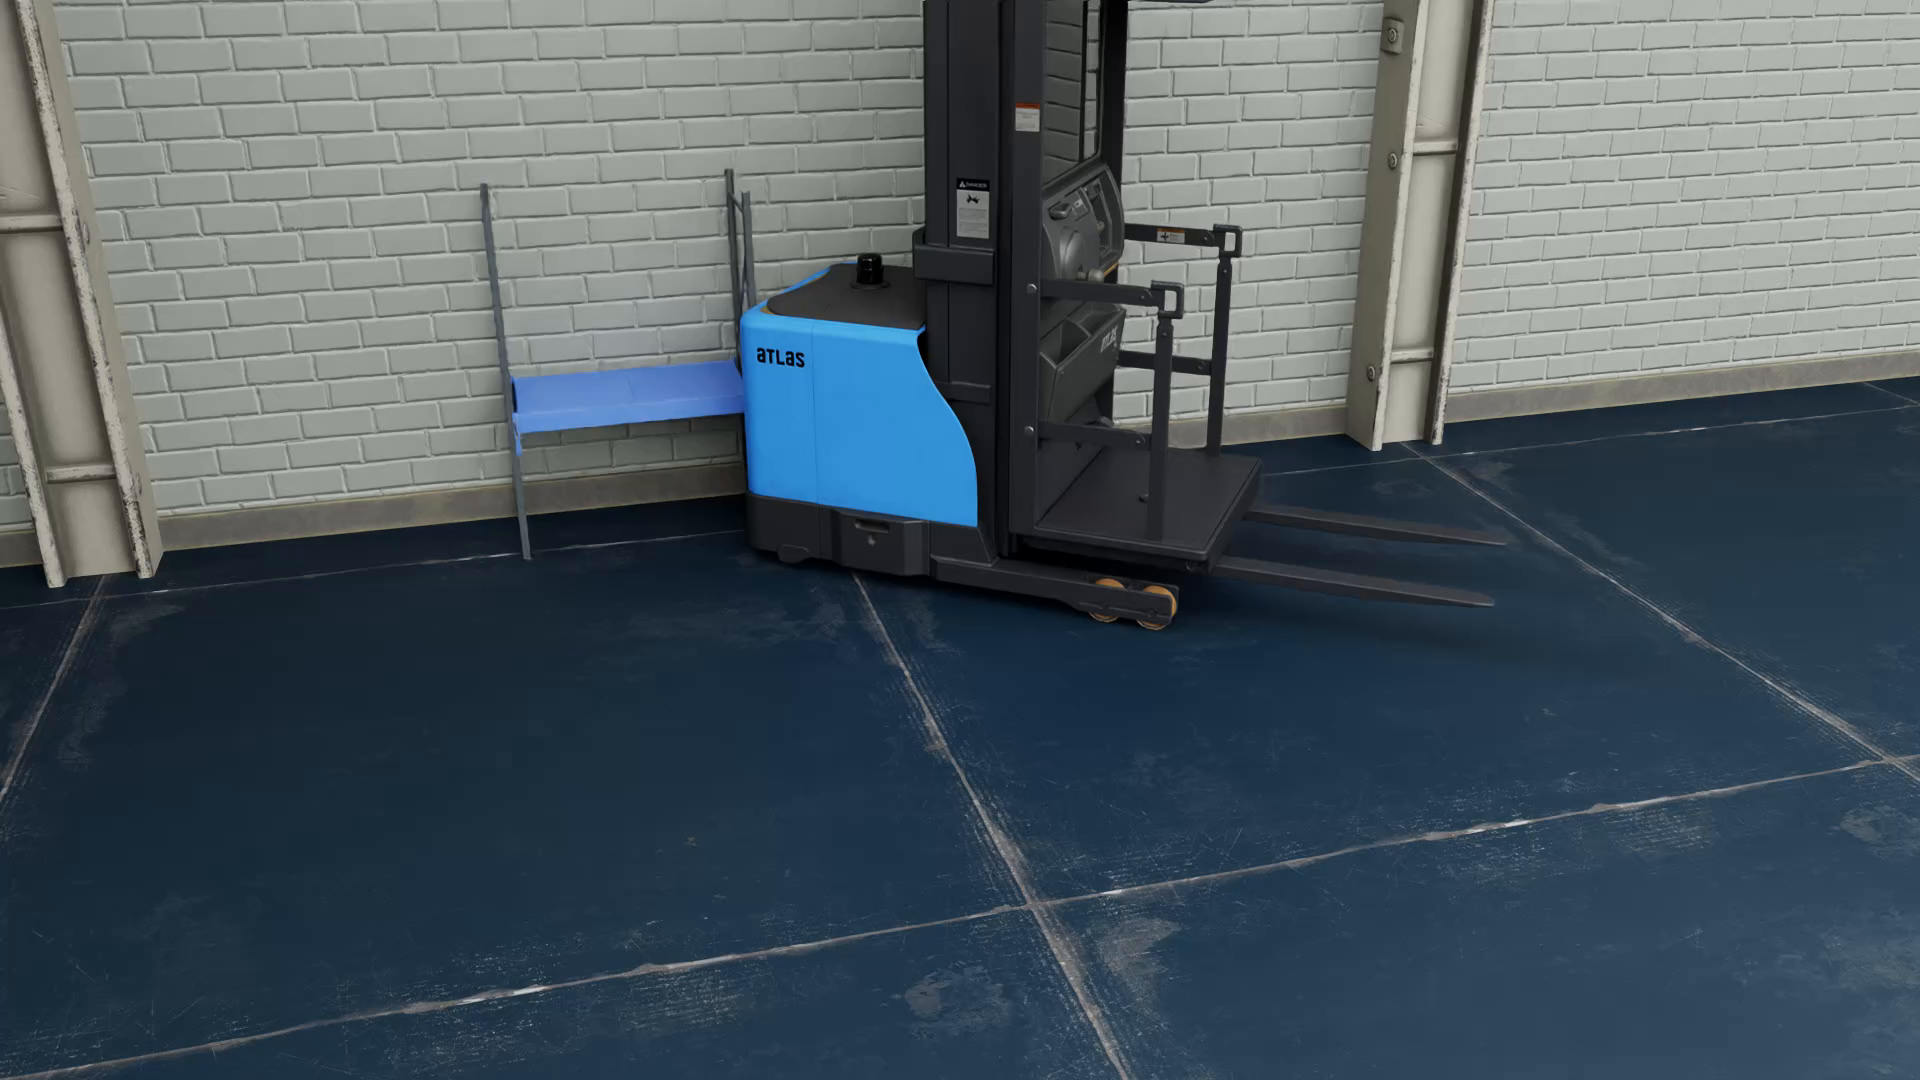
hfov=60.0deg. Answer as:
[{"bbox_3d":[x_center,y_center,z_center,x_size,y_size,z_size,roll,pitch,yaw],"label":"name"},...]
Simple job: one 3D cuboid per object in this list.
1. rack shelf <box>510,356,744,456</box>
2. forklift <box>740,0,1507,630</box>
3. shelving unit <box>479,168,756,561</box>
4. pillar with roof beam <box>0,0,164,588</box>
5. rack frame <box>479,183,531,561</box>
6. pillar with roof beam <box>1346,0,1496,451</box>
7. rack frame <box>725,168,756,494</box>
[{"bbox_3d":[-1.411,-0.586,7.157,1.000,0.185,0.538,-7,25,-14],"label":"rack shelf"},{"bbox_3d":[0.670,-1.236,6.414,3.031,2.935,1.130,9,25,19],"label":"forklift"},{"bbox_3d":[-1.412,-0.751,7.084,1.048,1.500,0.538,-7,25,-14],"label":"shelving unit"},{"bbox_3d":[-2.414,-2.385,1.396,0.400,9.000,9.100,-6,24,-14],"label":"pillar with roof beam"},{"bbox_3d":[-1.902,-0.694,6.959,0.032,1.500,0.500,-7,25,-14],"label":"rack frame"},{"bbox_3d":[3.363,-3.024,2.886,0.400,9.000,9.100,-6,24,-14],"label":"pillar with roof beam"},{"bbox_3d":[-0.923,-0.808,7.209,0.032,1.500,0.500,-7,25,-14],"label":"rack frame"}]
